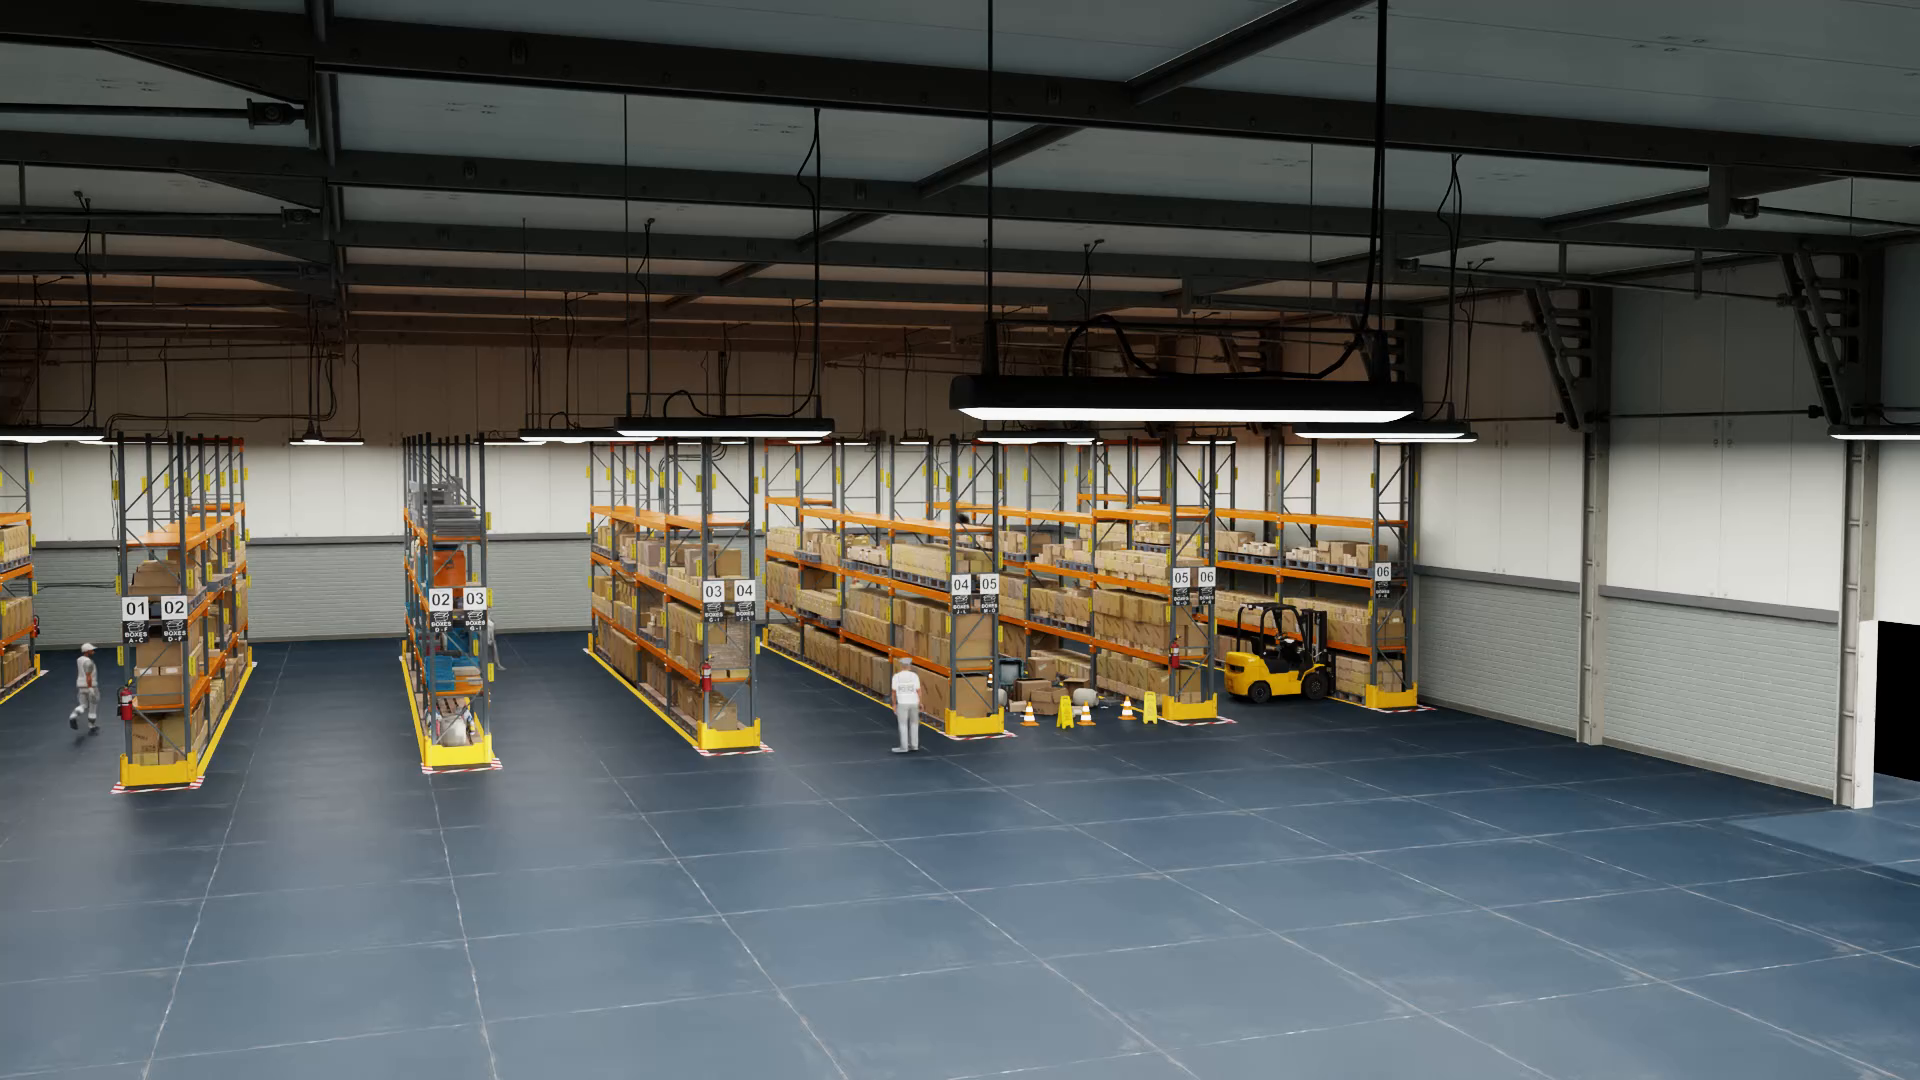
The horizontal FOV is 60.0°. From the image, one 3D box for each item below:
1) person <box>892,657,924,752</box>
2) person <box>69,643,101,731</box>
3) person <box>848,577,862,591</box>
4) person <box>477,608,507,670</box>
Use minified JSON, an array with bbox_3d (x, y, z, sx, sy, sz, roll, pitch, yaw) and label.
[{"bbox_3d":[-0.984,3.110,31.320,0.611,1.801,0.432,-1,3,-14],"label":"person"},{"bbox_3d":[-17.607,2.969,33.445,0.500,1.780,0.724,1,3,14],"label":"person"},{"bbox_3d":[-3.113,1.870,49.166,0.459,1.670,0.393,1,3,22],"label":"person"},{"bbox_3d":[-12.087,2.535,42.706,0.614,1.669,0.630,1,3,24],"label":"person"}]
